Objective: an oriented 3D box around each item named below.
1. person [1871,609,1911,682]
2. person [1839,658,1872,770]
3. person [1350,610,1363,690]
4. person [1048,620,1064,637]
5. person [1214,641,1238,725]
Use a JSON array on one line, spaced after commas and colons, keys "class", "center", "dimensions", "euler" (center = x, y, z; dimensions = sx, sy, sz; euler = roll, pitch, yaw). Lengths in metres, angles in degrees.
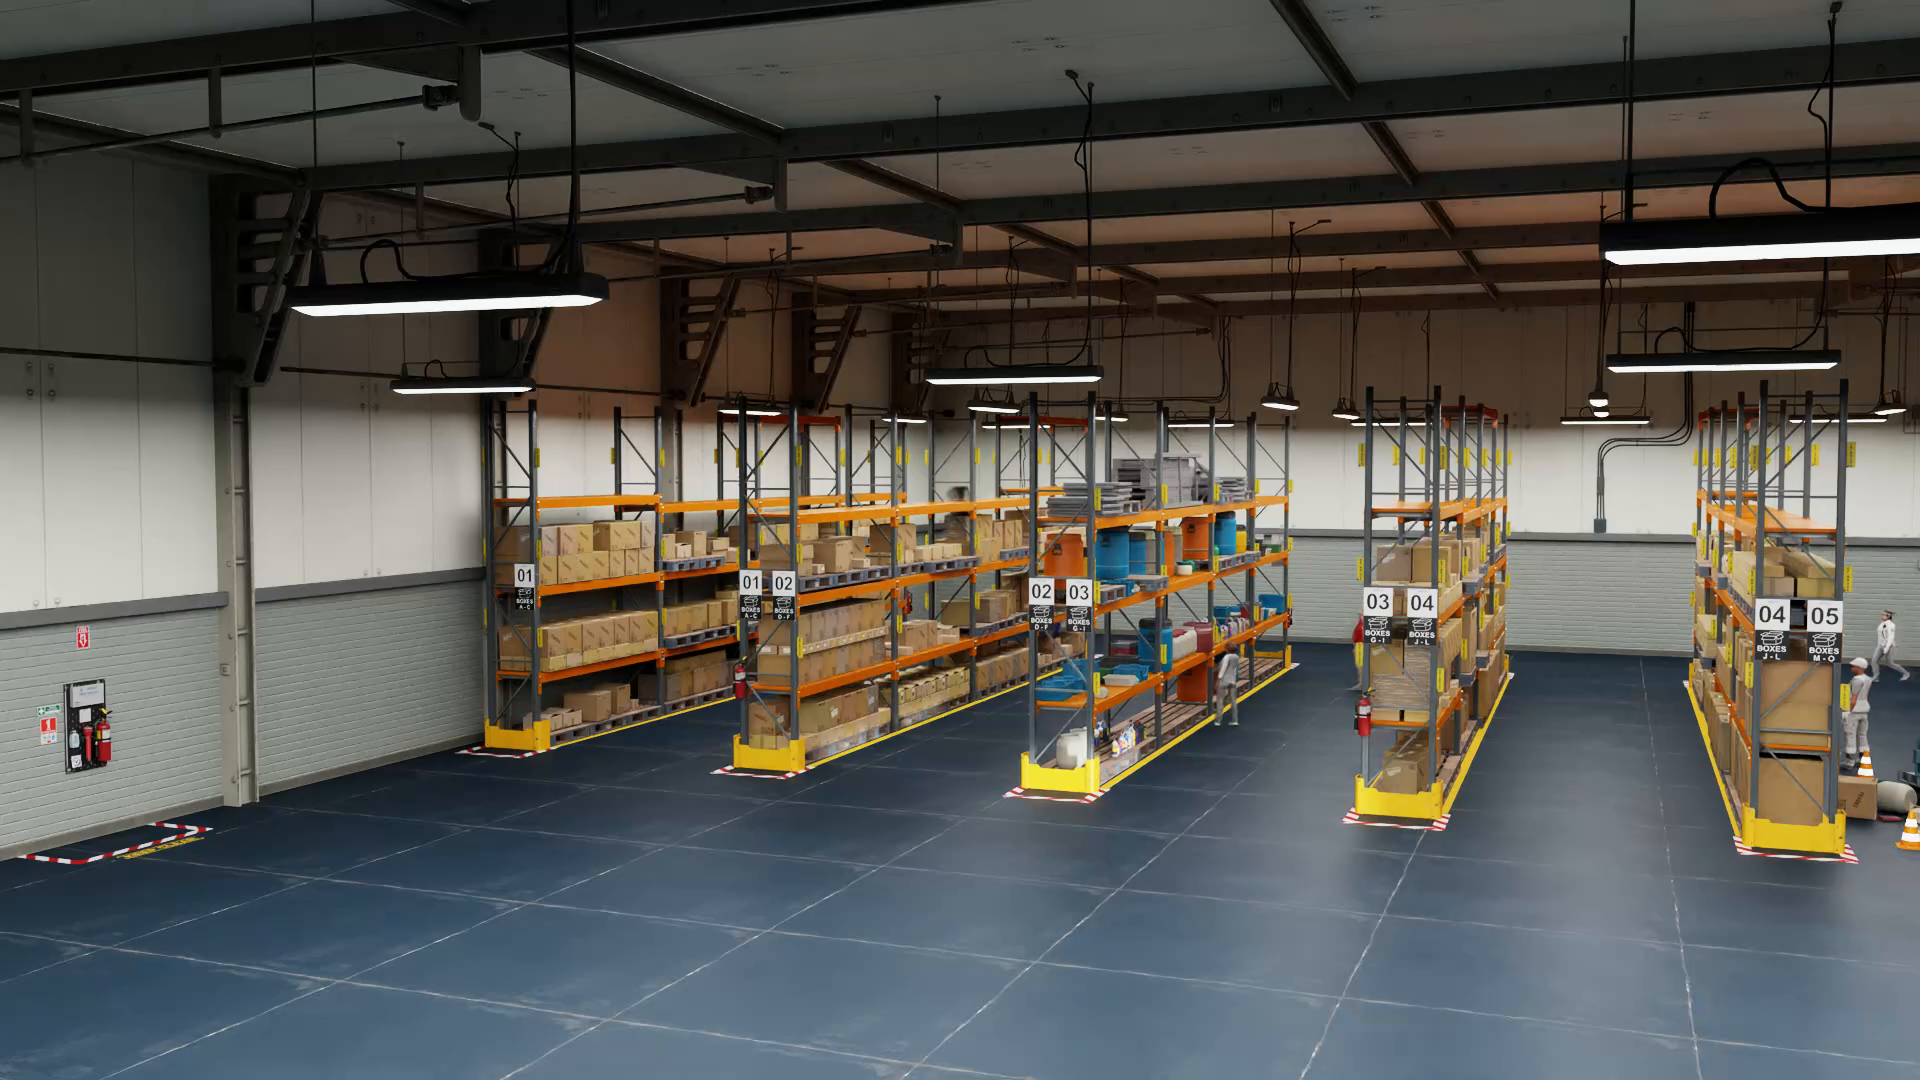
[{"class": "person", "center": [20.589, 2.347, 36.893], "dimensions": [0.879, 1.636, 0.509], "euler": [0, 3, 5]}, {"class": "person", "center": [14.434, 2.792, 26.808], "dimensions": [0.608, 1.797, 0.412], "euler": [-1, 3, -24]}, {"class": "person", "center": [8.657, 2.370, 35.949], "dimensions": [0.446, 1.723, 0.573], "euler": [0, 3, 9]}, {"class": "person", "center": [2.428, 2.039, 43.159], "dimensions": [0.489, 1.642, 0.471], "euler": [2, 4, 40]}, {"class": "person", "center": [4.946, 2.678, 31.036], "dimensions": [0.485, 1.597, 0.410], "euler": [-2, 3, -29]}]
